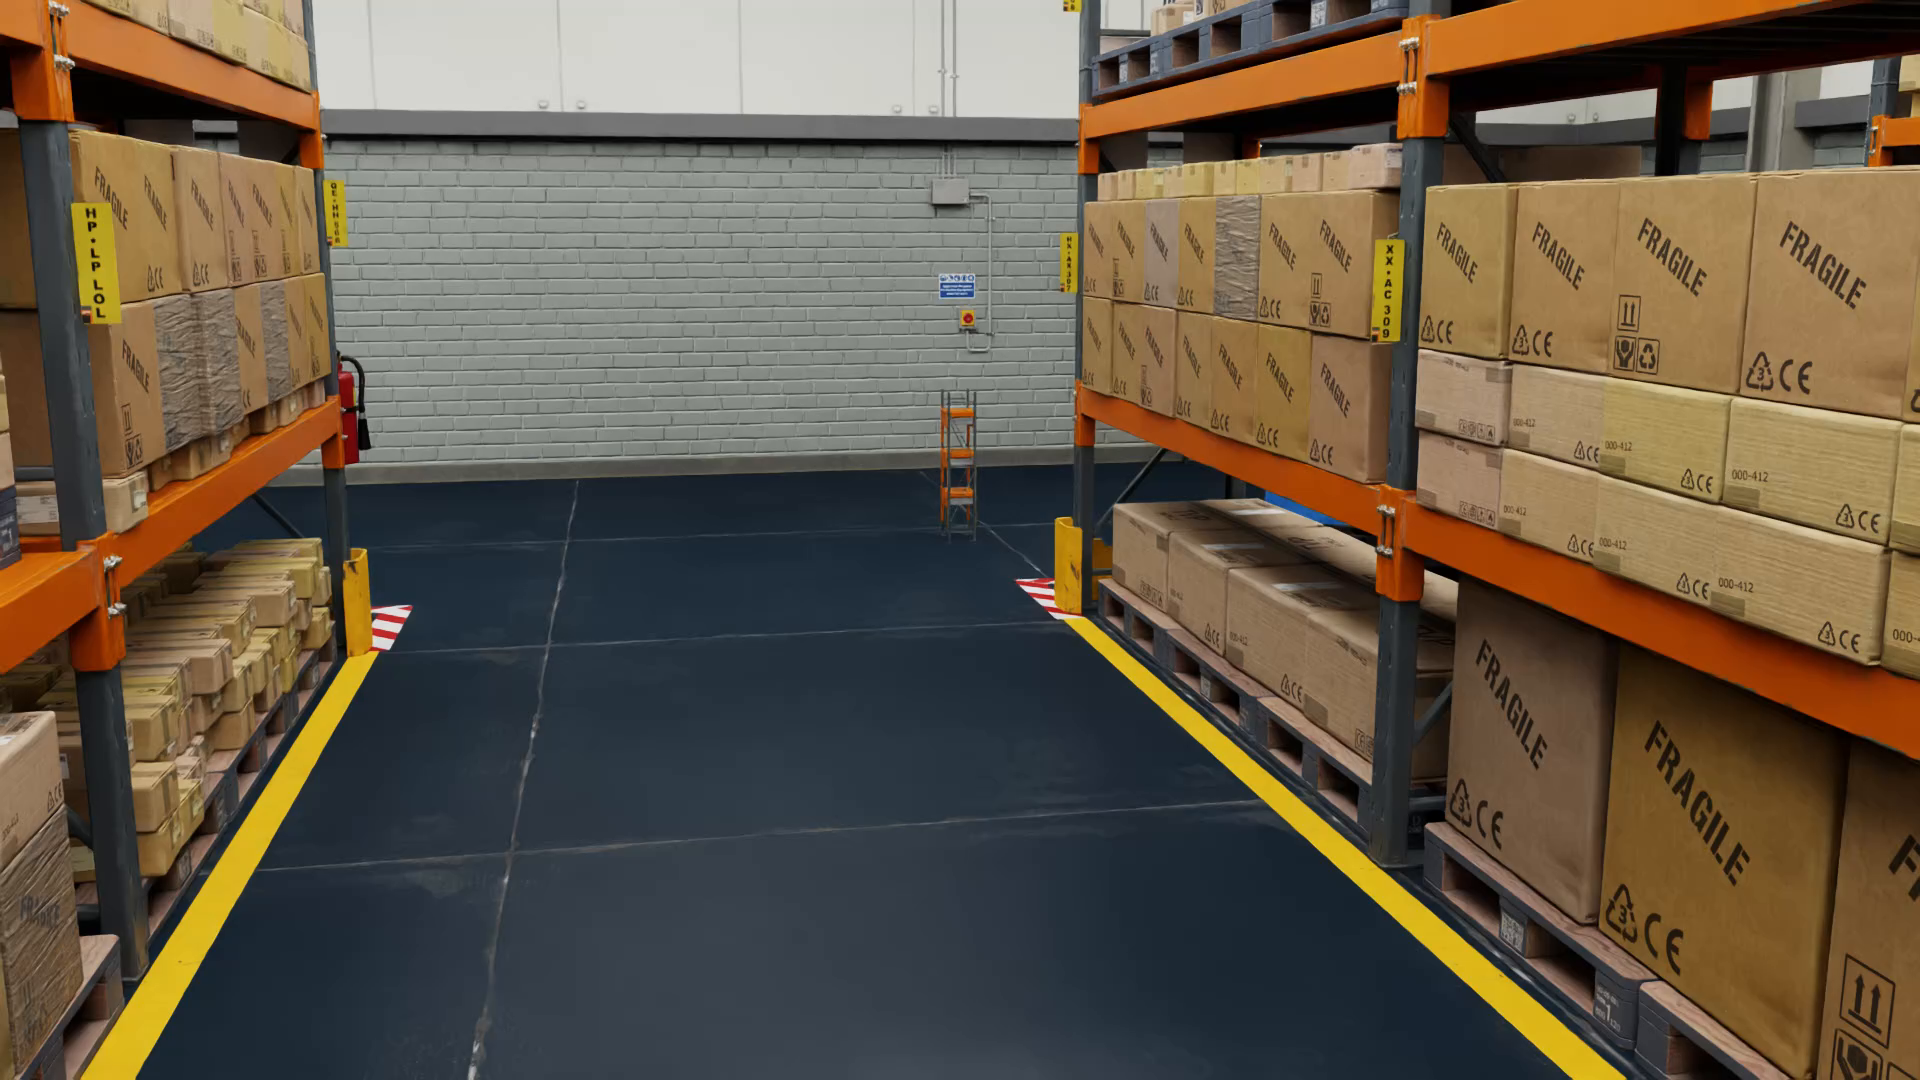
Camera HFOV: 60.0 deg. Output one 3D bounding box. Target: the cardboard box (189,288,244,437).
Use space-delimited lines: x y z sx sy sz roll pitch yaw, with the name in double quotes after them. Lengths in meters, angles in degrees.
-2.919 -0.645 6.002 0.500 0.500 0.500 -2 11 -12 "cardboard box"

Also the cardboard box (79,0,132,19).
-2.736 -1.660 4.776 0.500 0.250 0.500 -2 11 -8 "cardboard box"

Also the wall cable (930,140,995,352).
0.034 -2.646 14.775 0.585 1.953 0.123 -2 11 -11 "wall cable"

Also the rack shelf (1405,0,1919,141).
2.320 -1.118 3.449 1.077 0.370 4.000 -2 11 -11 "rack shelf"

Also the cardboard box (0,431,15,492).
-2.633 -0.183 4.185 0.380 0.149 0.250 -2 11 -12 "cardboard box"

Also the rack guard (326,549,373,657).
-3.668 0.342 8.561 1.175 0.500 0.348 -2 11 -11 "rack guard"

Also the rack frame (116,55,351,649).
-3.682 -0.900 8.400 1.000 3.000 0.127 -2 11 -11 "rack frame"

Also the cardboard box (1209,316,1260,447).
1.373 -0.675 6.954 0.500 0.500 0.500 -2 11 -12 "cardboard box"

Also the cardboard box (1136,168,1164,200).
1.079 -1.737 8.124 0.380 0.149 0.250 -2 11 -13 "cardboard box"

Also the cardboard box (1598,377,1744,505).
1.941 -0.257 4.090 0.500 0.250 0.500 -2 11 -10 "cardboard box"

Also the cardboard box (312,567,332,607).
-3.300 0.235 8.146 0.380 0.149 0.250 -2 11 -13 "cardboard box"

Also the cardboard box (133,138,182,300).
-2.869 -1.038 5.393 0.500 0.500 0.500 -2 11 -13 "cardboard box"

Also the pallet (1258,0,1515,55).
1.783 -1.945 6.107 1.003 0.211 1.213 -2 11 -11 "pallet"

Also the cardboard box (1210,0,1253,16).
1.398 -2.501 7.134 0.500 0.500 0.500 -2 11 -10 "cardboard box"

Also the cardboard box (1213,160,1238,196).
1.310 -1.550 7.139 0.380 0.149 0.250 -2 11 -11 "cardboard box"

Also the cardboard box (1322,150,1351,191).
1.576 -1.367 6.178 0.380 0.149 0.250 -2 11 -11 "cardboard box"

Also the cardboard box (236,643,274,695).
-2.971 0.522 6.638 0.380 0.149 0.250 -2 11 -10 "cardboard box"

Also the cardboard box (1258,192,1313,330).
1.478 -1.075 6.379 0.500 0.500 0.500 -2 11 -12 "cardboard box"

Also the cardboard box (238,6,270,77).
-3.145 -2.041 6.775 0.500 0.250 0.500 -2 11 -9 "cardboard box"

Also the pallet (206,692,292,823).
-3.310 0.858 6.625 1.003 0.211 1.213 -2 11 -11 "pallet"

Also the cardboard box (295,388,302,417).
-3.267 -0.634 7.678 0.380 0.149 0.250 -2 11 -12 "cardboard box"

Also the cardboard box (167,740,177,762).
-2.881 0.717 5.610 0.380 0.149 0.250 -2 11 -11 "cardboard box"

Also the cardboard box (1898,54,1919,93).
5.840 -2.734 9.621 0.500 0.250 0.500 -2 11 -12 "cardboard box"

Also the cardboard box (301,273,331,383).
-3.343 -1.022 7.979 0.500 0.500 0.500 -2 11 -10 "cardboard box"

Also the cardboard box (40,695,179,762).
-2.764 0.613 5.366 0.380 0.149 0.250 -2 11 -8 "cardboard box"

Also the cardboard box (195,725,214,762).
-2.996 0.764 6.159 0.380 0.149 0.250 -3 11 -13 "cardboard box"

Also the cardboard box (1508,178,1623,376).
1.861 -0.721 4.522 0.500 0.500 0.500 -2 11 -11 "cardboard box"

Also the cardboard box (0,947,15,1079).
-2.414 1.076 3.581 0.500 0.500 0.500 -2 11 -12 "cardboard box"

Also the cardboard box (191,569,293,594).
-3.175 0.231 7.370 0.380 0.149 0.250 -3 11 -13 "cardboard box"

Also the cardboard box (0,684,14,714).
-3.373 0.589 5.488 0.380 0.149 0.250 -2 11 -12 "cardboard box"

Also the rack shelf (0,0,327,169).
-3.293 -1.653 6.260 1.077 0.370 4.000 -2 11 -11 "rack shelf"

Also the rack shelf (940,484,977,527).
-0.010 -0.242 11.704 0.215 0.259 0.240 -2 11 -11 "rack shelf"

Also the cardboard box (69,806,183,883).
-2.660 0.950 5.185 0.380 0.149 0.250 -3 11 -13 "cardboard box"

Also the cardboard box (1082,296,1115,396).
0.965 -1.049 8.917 0.500 0.500 0.500 -2 11 -11 "cardboard box"

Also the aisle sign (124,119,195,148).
-3.991 -2.179 8.170 0.394 0.787 0.004 -2 11 -11 "aisle sign"

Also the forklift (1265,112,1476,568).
3.525 -1.277 10.569 3.031 2.935 1.130 3 11 14 "forklift"

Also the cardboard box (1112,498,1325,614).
1.380 0.072 9.027 0.875 0.438 0.875 -3 11 -13 "cardboard box"

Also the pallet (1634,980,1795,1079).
2.396 1.368 3.943 1.003 0.211 1.213 -2 11 -11 "pallet"

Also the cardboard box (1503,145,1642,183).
2.125 -1.291 5.779 0.380 0.149 0.250 -2 11 -12 "cardboard box"

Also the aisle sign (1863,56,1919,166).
5.720 -2.558 10.162 0.394 0.787 0.004 -2 11 -11 "aisle sign"

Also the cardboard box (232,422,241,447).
-3.110 -0.439 6.653 0.380 0.149 0.250 -2 11 -10 "cardboard box"

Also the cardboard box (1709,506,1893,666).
2.032 0.081 3.650 0.500 0.250 0.500 -2 11 -12 "cardboard box"

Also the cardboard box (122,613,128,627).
-3.496 0.394 6.514 0.380 0.149 0.250 -2 11 -11 "cardboard box"

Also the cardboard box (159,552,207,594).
-3.742 0.157 7.759 0.380 0.149 0.250 -2 11 -10 "cardboard box"

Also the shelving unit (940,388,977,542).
-0.010 -0.526 11.650 0.215 1.050 0.252 -2 11 -11 "shelving unit"

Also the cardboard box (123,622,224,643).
-3.038 0.424 6.355 0.380 0.149 0.250 -3 11 -13 "cardboard box"

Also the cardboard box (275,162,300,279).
-3.251 -1.418 7.388 0.500 0.500 0.500 -3 11 -13 "cardboard box"

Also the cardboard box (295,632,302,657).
-3.259 0.479 7.661 0.380 0.149 0.250 -2 11 -11 "cardboard box"

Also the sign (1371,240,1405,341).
1.387 -0.808 5.393 0.100 0.325 0.005 -2 11 -11 "sign"

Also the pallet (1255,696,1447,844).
1.860 0.863 6.597 1.003 0.211 1.213 -2 11 -11 "pallet"

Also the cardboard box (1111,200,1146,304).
1.075 -1.445 8.327 0.500 0.500 0.500 -2 11 -13 "cardboard box"

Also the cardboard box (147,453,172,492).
-2.912 -0.248 5.649 0.380 0.149 0.250 -3 11 -14 "cardboard box"

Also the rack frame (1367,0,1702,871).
1.931 -0.364 5.589 1.000 3.000 0.127 -2 11 -11 "rack frame"

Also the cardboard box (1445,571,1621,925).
2.130 0.584 5.166 0.875 0.875 0.875 -2 11 -9 "cardboard box"
